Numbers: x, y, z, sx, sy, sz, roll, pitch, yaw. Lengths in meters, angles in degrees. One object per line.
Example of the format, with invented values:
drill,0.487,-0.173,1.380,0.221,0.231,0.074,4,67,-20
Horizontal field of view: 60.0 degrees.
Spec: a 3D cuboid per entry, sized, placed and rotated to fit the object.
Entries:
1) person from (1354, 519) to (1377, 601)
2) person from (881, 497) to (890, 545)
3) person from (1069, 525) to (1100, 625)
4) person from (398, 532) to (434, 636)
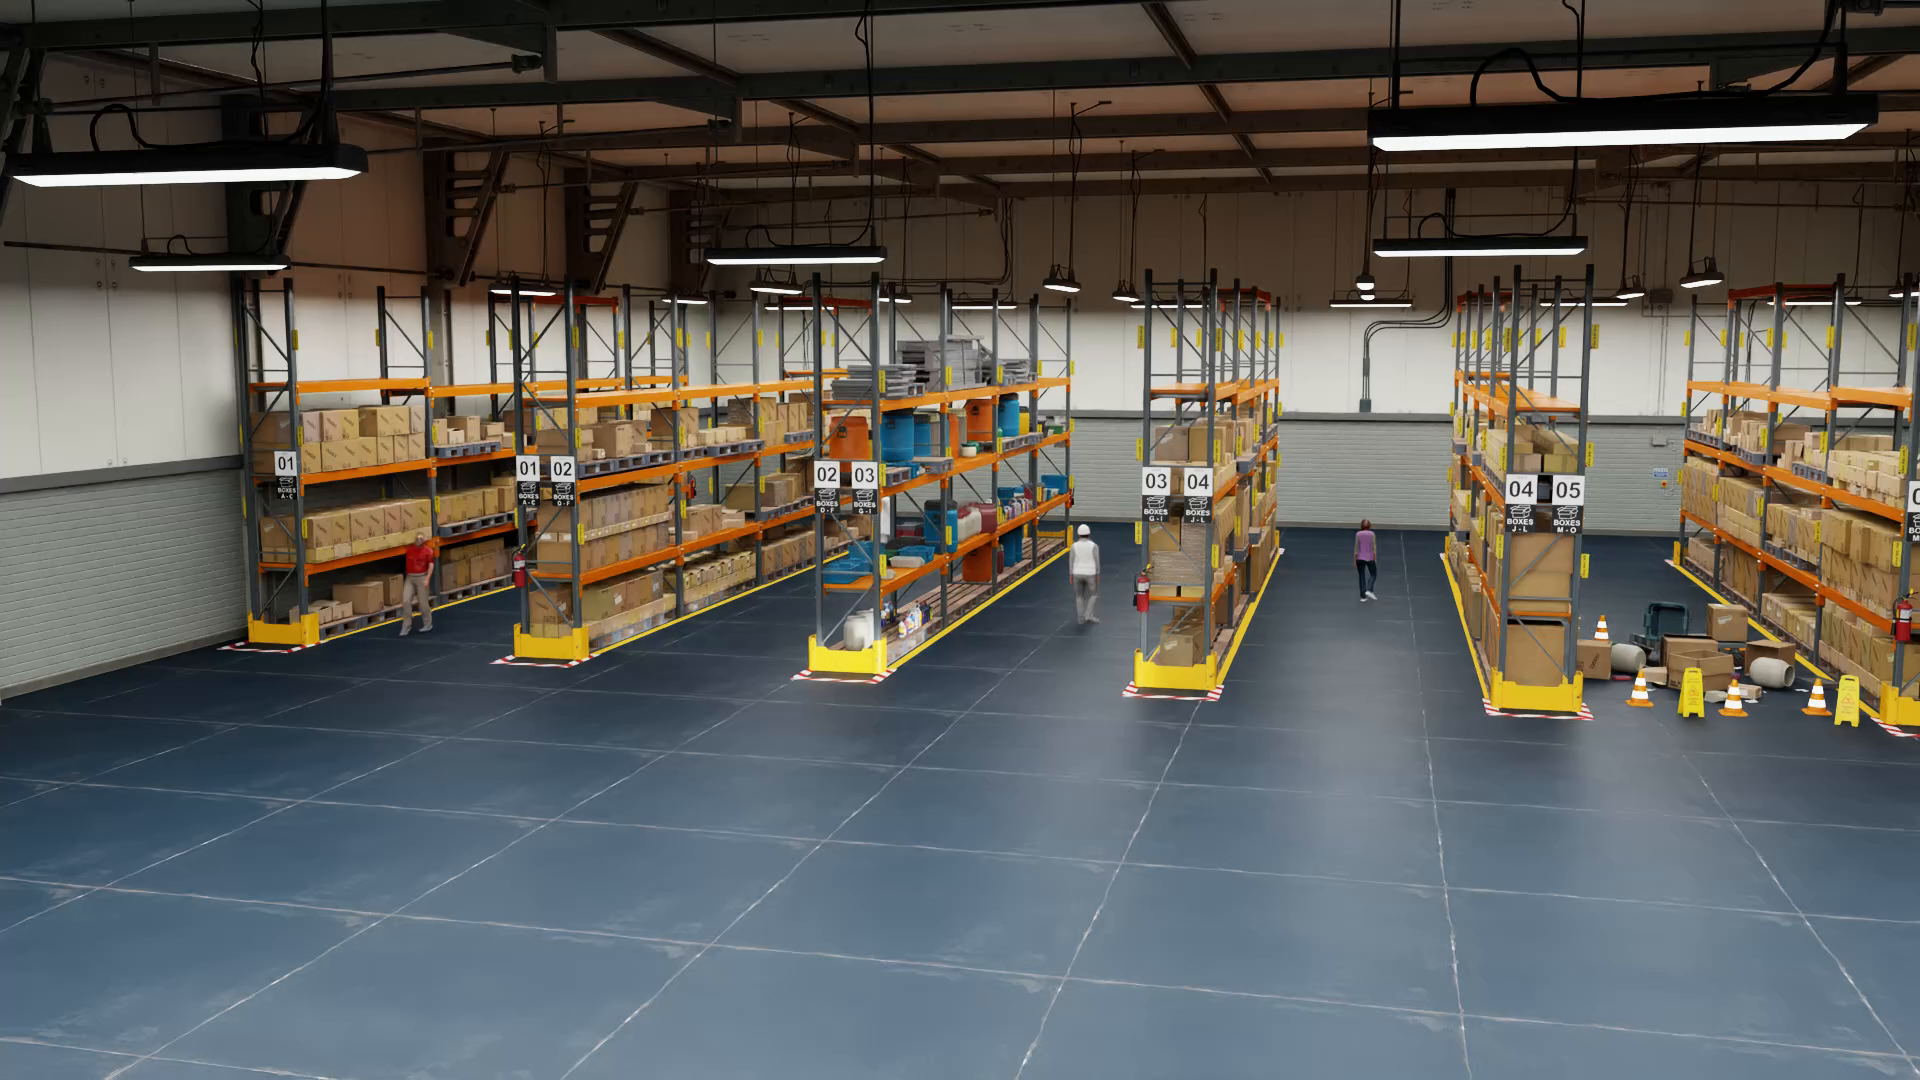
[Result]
person,7.780,0.397,31.887,0.463,1.596,0.471,2,7,17
person,-1.733,-0.357,37.390,0.801,1.773,0.617,-5,8,-35
person,2.197,0.615,29.350,0.563,1.774,0.524,2,7,15
person,-9.334,0.759,28.491,0.561,1.763,0.684,1,7,6
